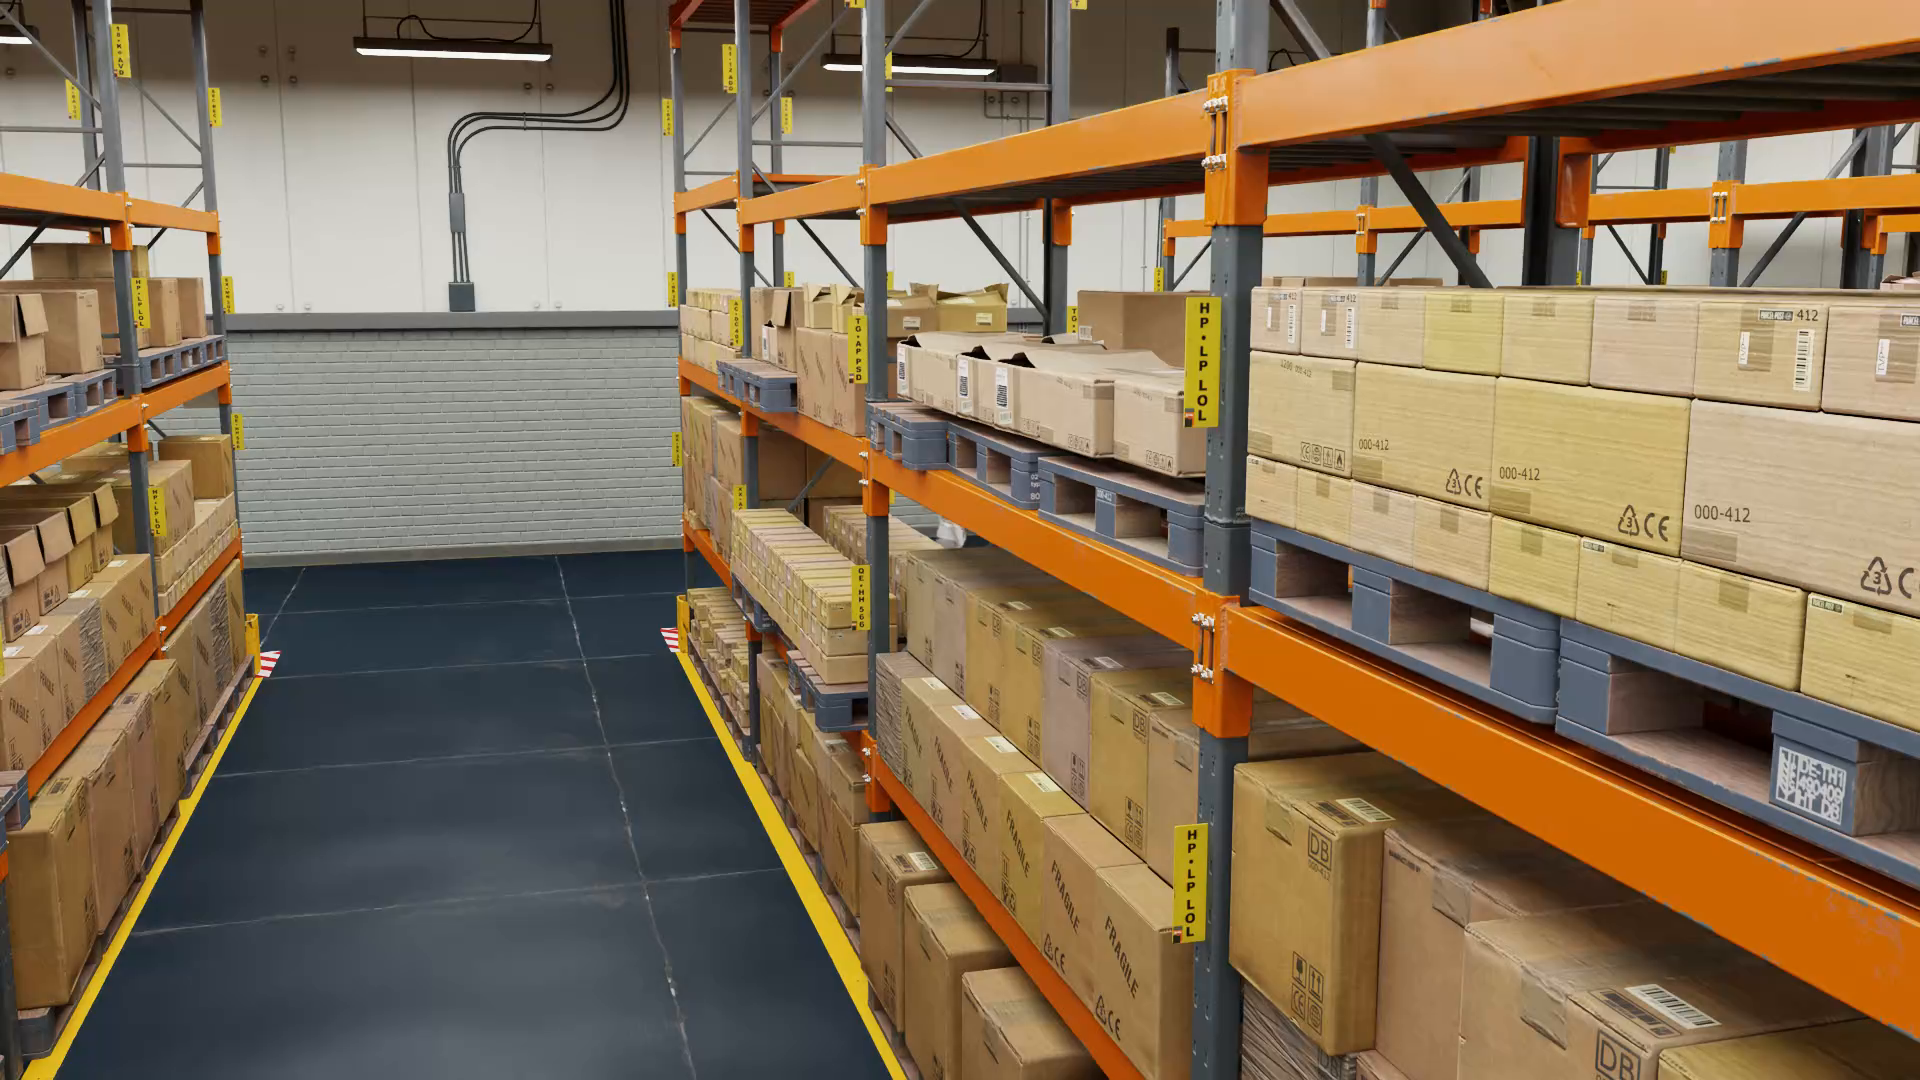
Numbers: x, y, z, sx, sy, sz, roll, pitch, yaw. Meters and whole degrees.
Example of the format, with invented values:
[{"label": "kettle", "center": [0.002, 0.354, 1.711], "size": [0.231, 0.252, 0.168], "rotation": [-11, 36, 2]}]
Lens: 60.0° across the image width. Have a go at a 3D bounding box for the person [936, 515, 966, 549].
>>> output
[{"label": "person", "center": [-0.083, 0.043, 17.079], "size": [0.526, 1.679, 0.503], "rotation": [-2, 10, -12]}]
